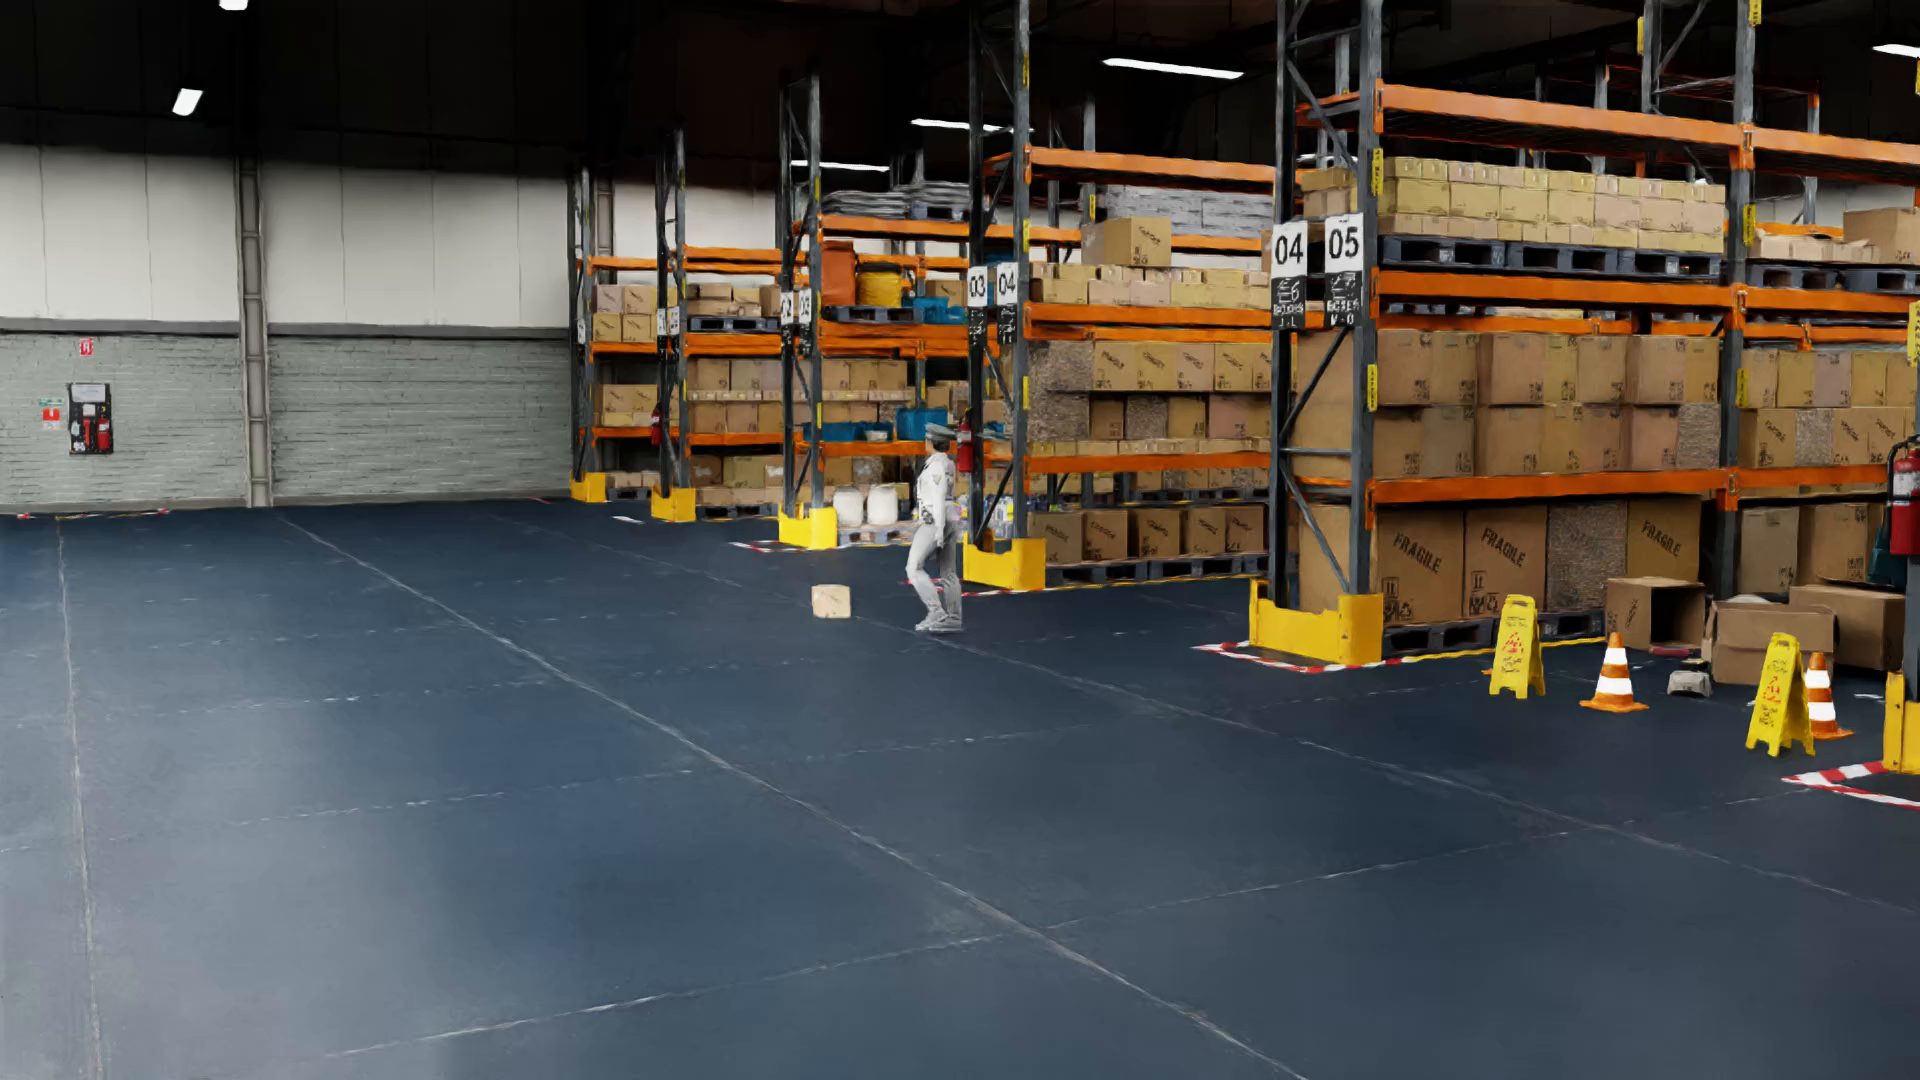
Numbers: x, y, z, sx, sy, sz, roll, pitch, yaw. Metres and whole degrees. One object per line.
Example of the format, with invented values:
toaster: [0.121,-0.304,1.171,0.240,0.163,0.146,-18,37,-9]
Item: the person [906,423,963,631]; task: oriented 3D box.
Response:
person: [-0.178,-0.103,13.353,0.436,1.670,0.577,2,6,23]
